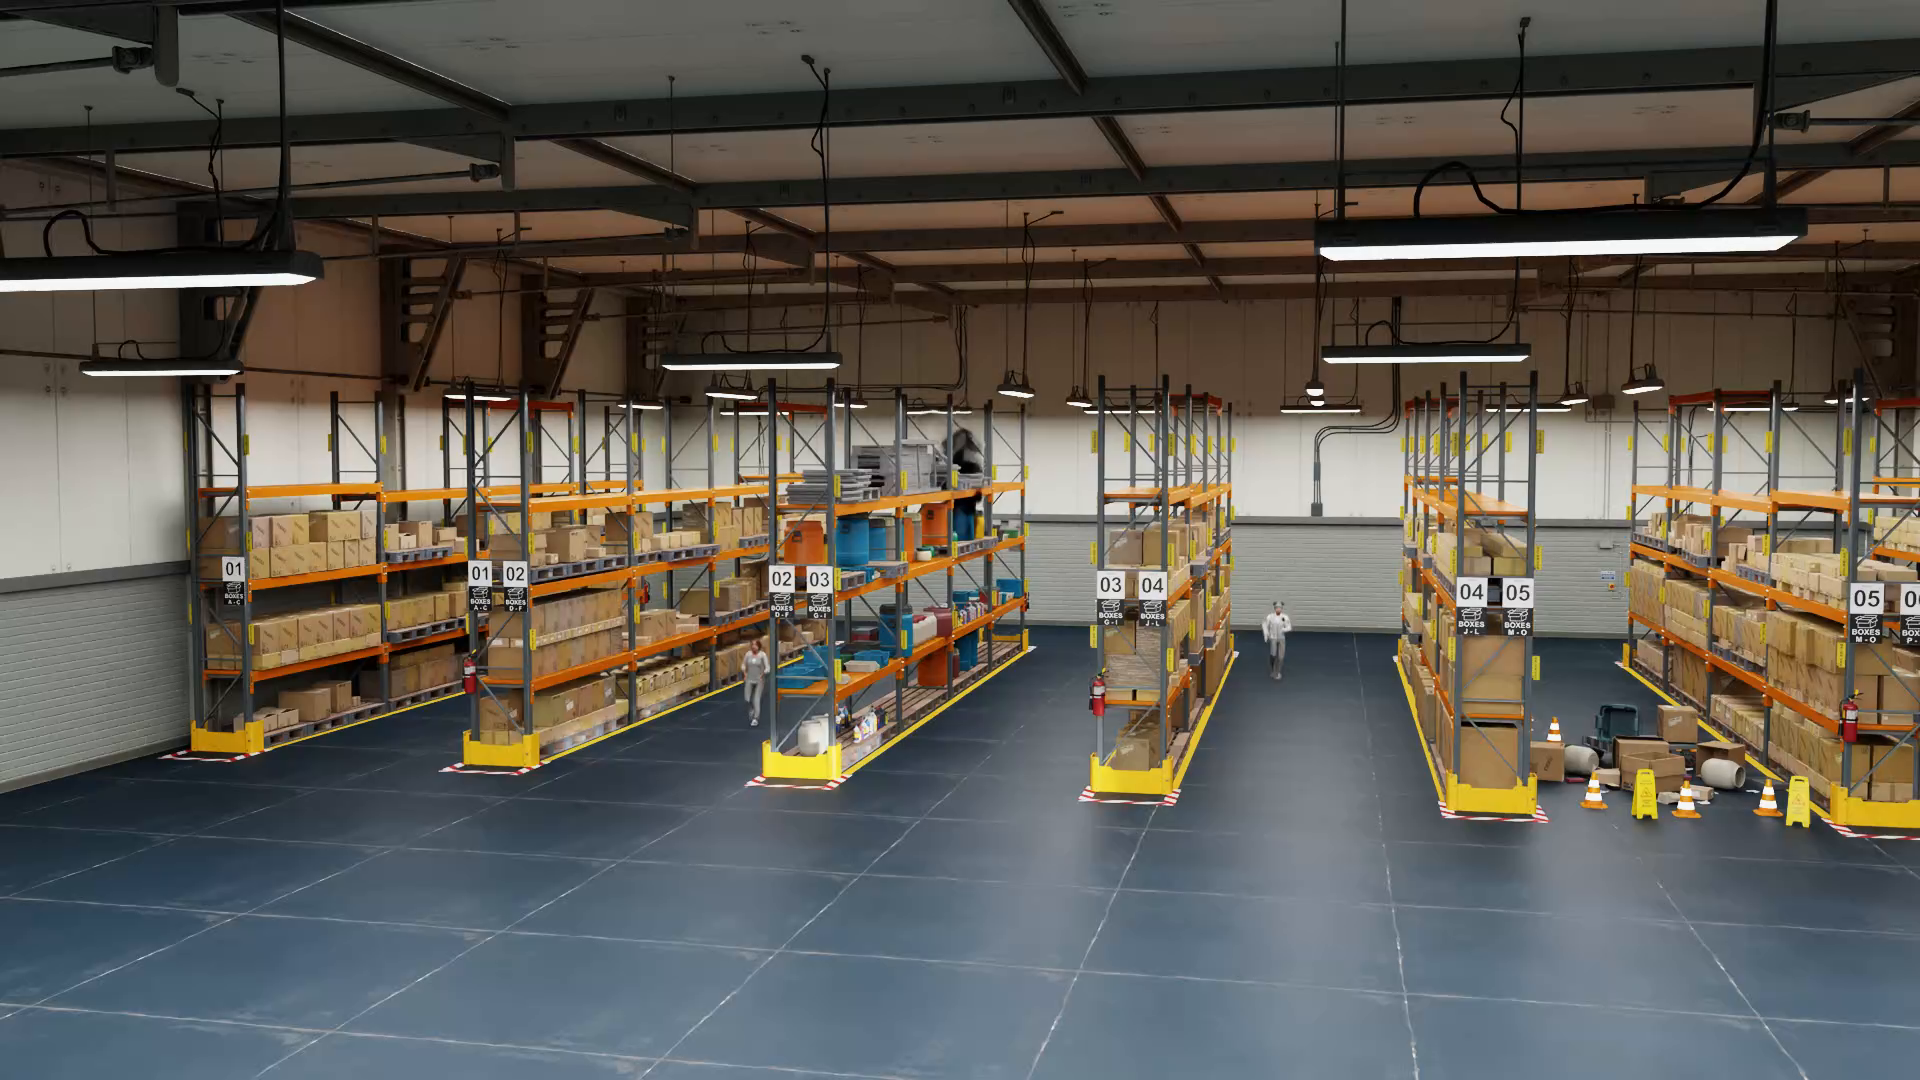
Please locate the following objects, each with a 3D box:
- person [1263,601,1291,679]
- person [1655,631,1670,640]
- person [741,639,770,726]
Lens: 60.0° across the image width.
[{"bbox_3d":[6.757,2.129,35.422,0.585,1.671,0.647,0,3,7],"label":"person"},{"bbox_3d":[16.315,1.942,38.522,0.704,1.757,0.660,-3,4,-41],"label":"person"},{"bbox_3d":[-3.651,2.532,29.548,0.518,1.554,0.526,0,3,3],"label":"person"}]
